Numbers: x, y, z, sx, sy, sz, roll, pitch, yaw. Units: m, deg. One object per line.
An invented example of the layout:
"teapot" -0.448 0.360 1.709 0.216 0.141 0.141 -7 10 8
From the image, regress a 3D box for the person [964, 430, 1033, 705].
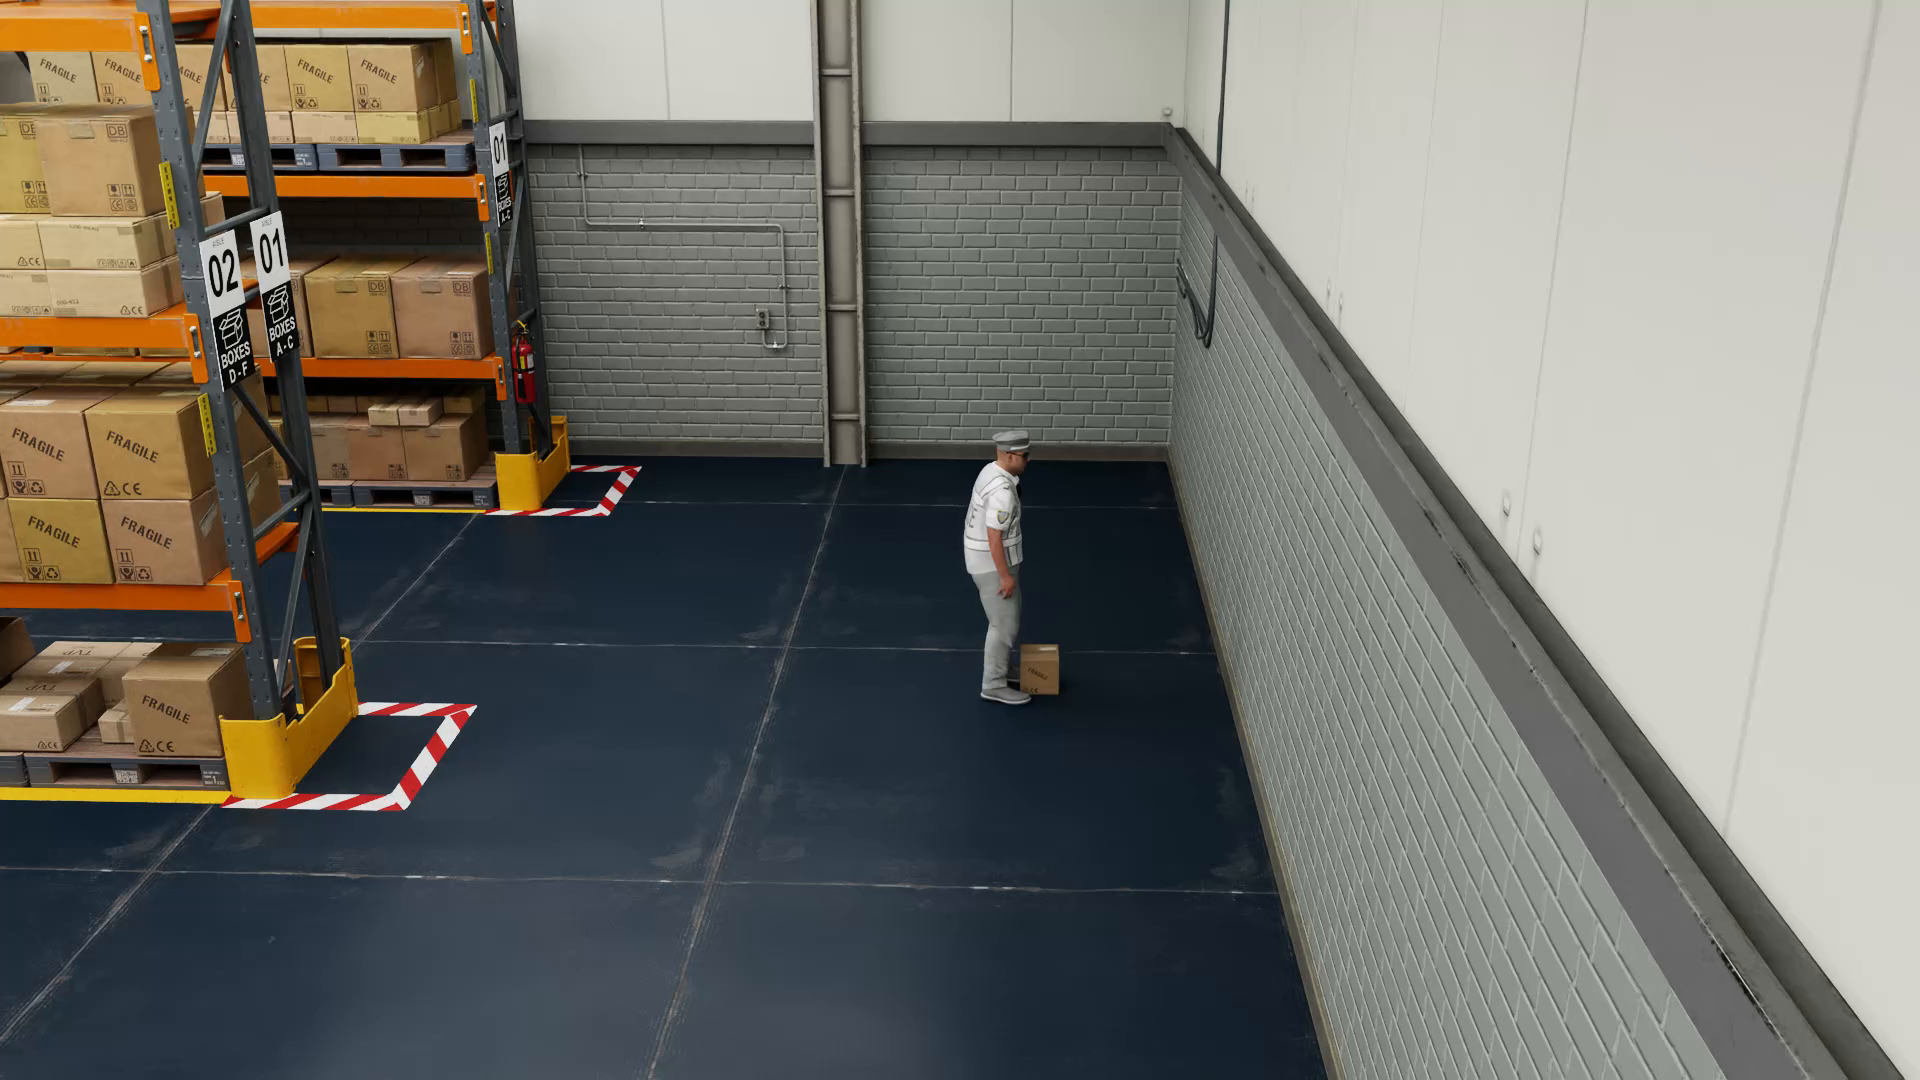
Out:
"person" 0.265 0.149 10.675 0.480 1.746 0.594 0 21 -1
